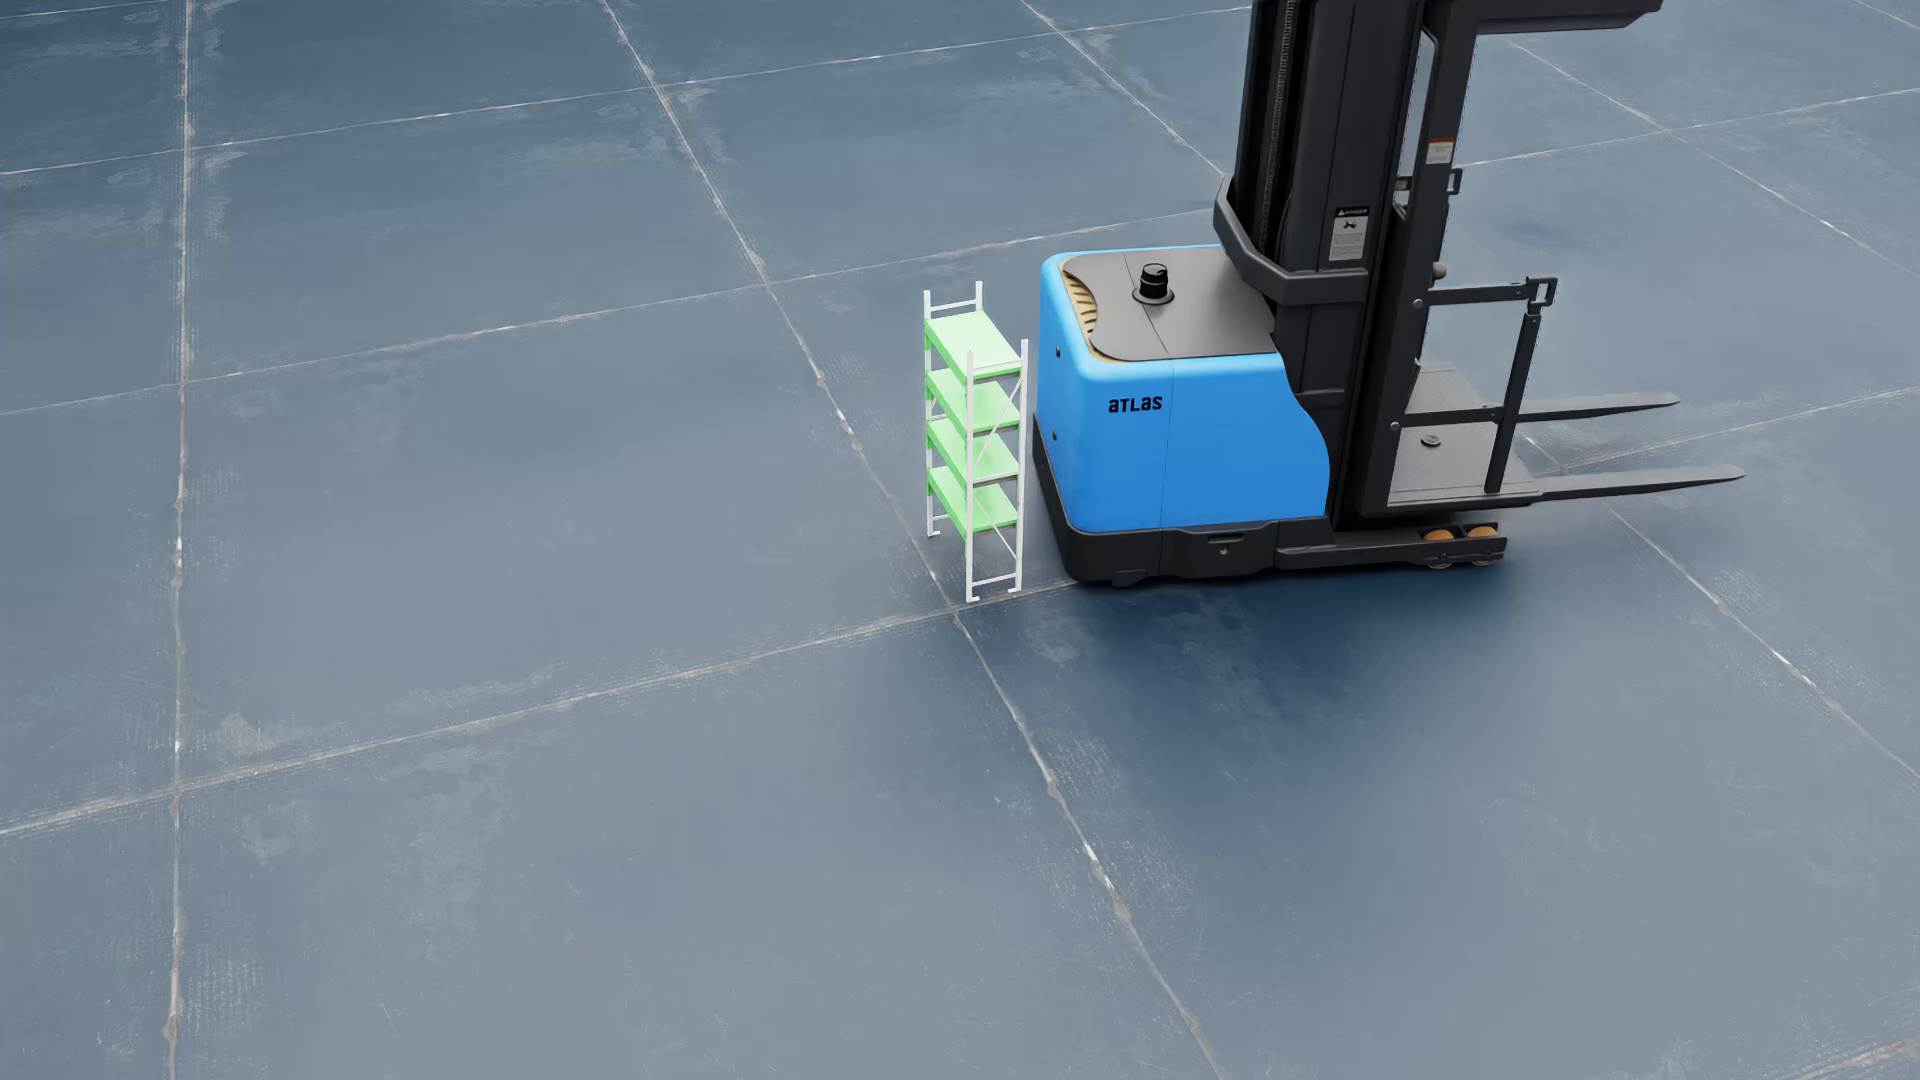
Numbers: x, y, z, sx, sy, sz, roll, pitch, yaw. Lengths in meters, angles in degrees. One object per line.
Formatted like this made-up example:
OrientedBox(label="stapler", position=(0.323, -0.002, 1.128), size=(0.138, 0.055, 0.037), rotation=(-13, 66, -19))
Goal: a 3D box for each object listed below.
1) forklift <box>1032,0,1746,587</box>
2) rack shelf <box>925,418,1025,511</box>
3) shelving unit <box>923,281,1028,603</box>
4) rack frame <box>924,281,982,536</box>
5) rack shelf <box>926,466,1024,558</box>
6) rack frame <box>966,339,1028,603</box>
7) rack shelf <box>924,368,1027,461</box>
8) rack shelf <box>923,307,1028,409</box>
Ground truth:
OrientedBox(label="forklift", position=(1.888, -1.361, 6.620), size=(3.031, 2.935, 1.130), rotation=(-4, 37, -6))
OrientedBox(label="rack shelf", position=(0.057, -0.335, 6.803), size=(0.258, 0.148, 0.480), rotation=(-12, 39, -16))
OrientedBox(label="shelving unit", position=(0.057, -0.386, 6.765), size=(0.258, 1.200, 0.503), rotation=(-12, 39, -16))
OrientedBox(label="rack frame", position=(-0.027, -0.524, 6.948), size=(0.240, 1.200, 0.015), rotation=(-12, 39, -16))
OrientedBox(label="rack shelf", position=(0.057, -0.143, 6.948), size=(0.258, 0.148, 0.480), rotation=(-12, 39, -16))
OrientedBox(label="rack frame", position=(0.141, -0.248, 6.582), size=(0.240, 1.200, 0.015), rotation=(-12, 39, -16))
OrientedBox(label="rack shelf", position=(0.057, -0.526, 6.659), size=(0.258, 0.148, 0.480), rotation=(-12, 39, -16))
OrientedBox(label="rack shelf", position=(0.057, -0.718, 6.515), size=(0.258, 0.148, 0.480), rotation=(-12, 39, -16))
